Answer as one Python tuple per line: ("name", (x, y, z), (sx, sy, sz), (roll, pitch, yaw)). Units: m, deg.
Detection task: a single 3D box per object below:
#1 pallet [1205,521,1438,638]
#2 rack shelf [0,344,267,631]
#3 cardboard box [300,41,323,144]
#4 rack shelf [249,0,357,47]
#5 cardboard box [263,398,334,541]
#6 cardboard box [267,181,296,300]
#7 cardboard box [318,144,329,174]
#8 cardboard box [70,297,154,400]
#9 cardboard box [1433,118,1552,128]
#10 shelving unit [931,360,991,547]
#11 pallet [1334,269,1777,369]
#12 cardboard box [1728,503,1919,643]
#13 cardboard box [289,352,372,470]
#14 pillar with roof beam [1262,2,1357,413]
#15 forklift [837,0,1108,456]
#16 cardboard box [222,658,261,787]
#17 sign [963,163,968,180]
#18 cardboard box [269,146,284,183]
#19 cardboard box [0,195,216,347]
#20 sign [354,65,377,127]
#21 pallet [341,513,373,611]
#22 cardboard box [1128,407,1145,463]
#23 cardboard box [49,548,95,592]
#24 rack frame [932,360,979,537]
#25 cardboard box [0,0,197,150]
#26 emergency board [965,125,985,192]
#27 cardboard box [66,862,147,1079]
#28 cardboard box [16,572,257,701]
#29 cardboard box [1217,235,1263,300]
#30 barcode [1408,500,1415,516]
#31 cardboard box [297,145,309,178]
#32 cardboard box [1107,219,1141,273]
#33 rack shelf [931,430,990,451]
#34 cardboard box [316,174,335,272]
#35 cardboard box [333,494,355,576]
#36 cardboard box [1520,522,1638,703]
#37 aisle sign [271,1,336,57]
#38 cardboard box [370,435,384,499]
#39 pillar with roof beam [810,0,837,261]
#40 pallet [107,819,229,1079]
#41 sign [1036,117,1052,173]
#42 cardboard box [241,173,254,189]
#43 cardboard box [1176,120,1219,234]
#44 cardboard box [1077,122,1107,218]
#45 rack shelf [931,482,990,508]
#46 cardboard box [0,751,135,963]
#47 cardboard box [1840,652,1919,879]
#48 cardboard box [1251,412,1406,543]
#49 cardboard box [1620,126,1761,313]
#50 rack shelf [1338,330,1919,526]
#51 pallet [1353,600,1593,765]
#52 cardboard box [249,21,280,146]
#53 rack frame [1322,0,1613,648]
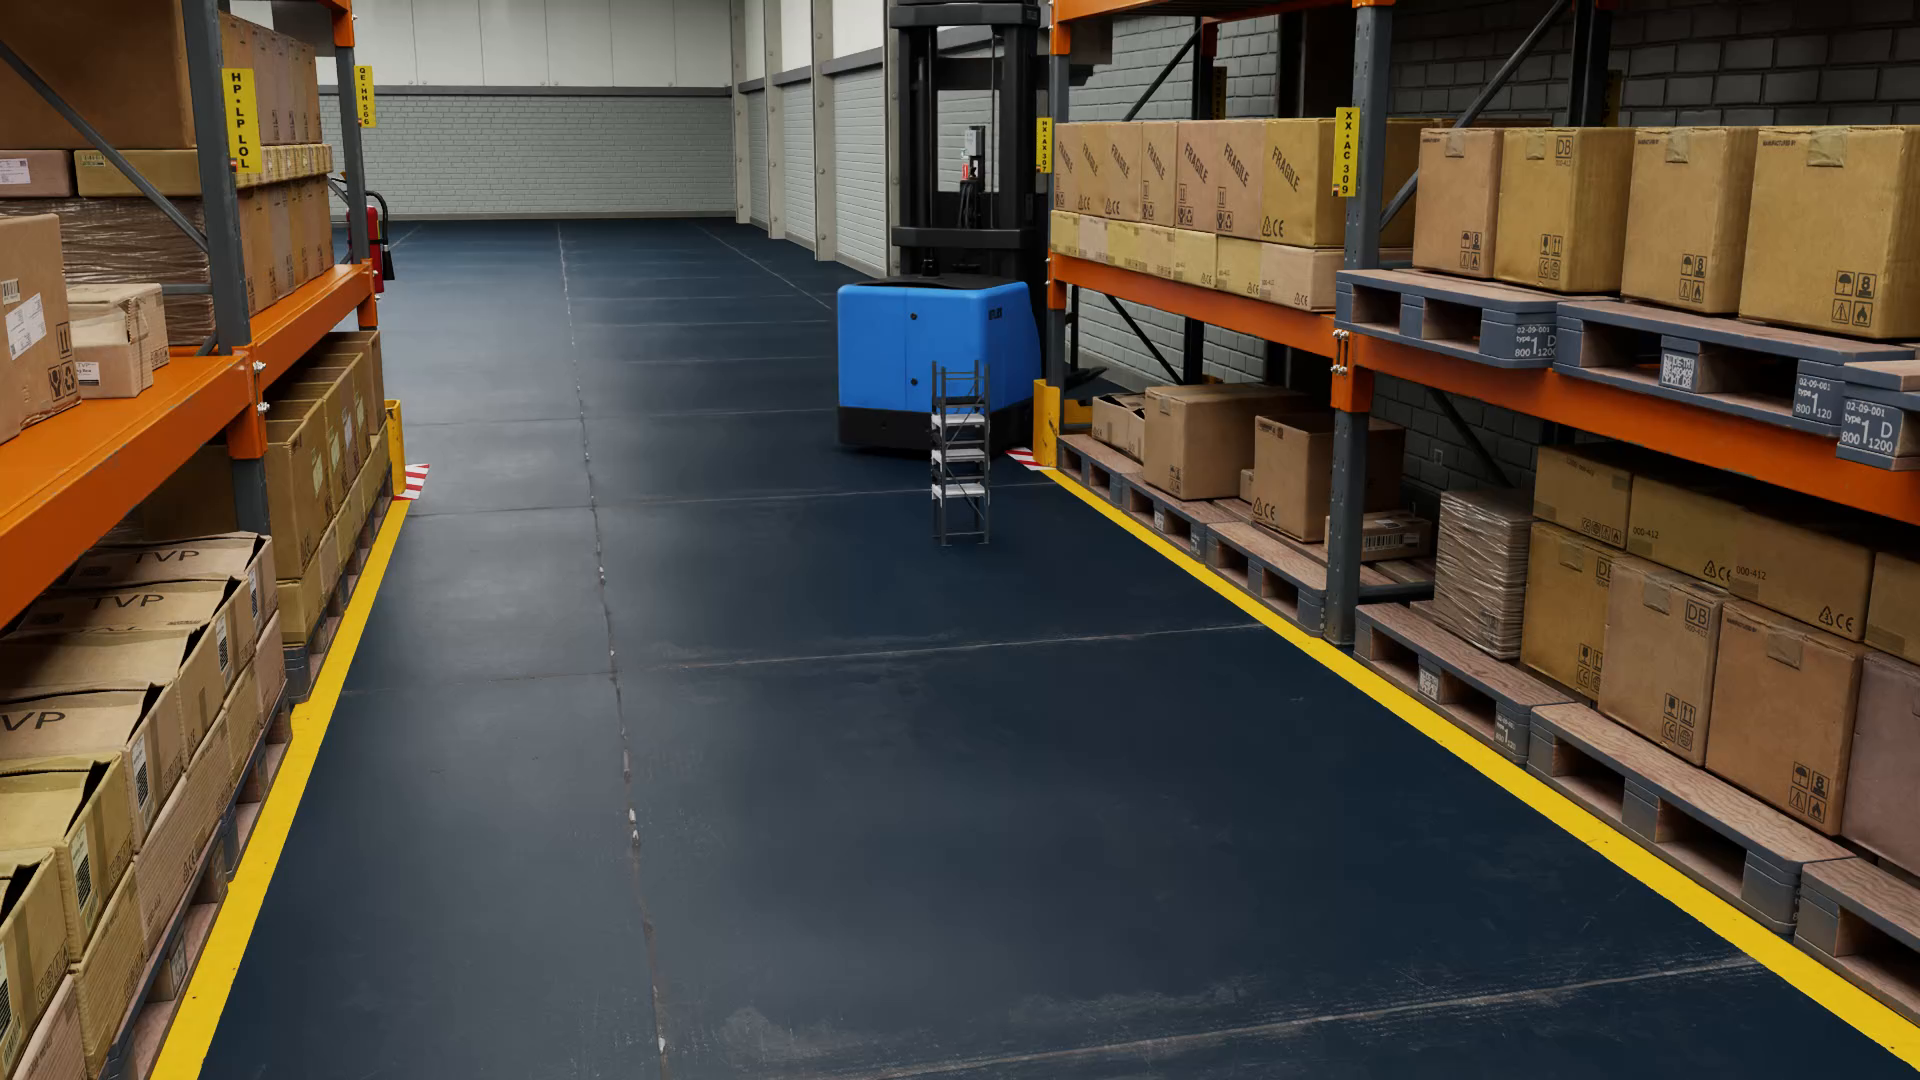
("pallet", (1.786, 0.134, 7.433), (1.003, 0.211, 1.213), (-3, 14, -13))
("rack shelf", (-2.367, 0.020, 3.539), (1.077, 0.370, 4.000), (-3, 14, -13))
("cardboard box", (-3.666, -2.271, 8.460), (0.700, 0.500, 0.500), (-3, 14, -13))
("rack shelf", (-3.306, -2.359, 6.960), (1.077, 0.370, 4.000), (-3, 14, -13))
("cardboard box", (-2.766, -0.262, 6.509), (0.500, 0.500, 0.500), (-3, 14, -13))
("cardboard box", (-3.312, -1.296, 7.202), (0.700, 0.500, 0.500), (-3, 14, -11))
("cardboard box", (-3.438, -1.939, 8.466), (0.380, 0.149, 0.250), (-3, 14, -12))
("cardboard box", (-2.451, -0.533, 4.570), (0.396, 0.266, 0.258), (-4, 14, -15))
("cardboard box", (2.070, -1.489, 6.894), (0.500, 0.500, 0.500), (-4, 14, -14))
("shelving unit", (0.002, -0.435, 8.313), (0.258, 0.900, 0.210), (-3, 14, -13))
("pallet", (2.016, -0.790, 5.744), (1.003, 0.211, 1.213), (-3, 14, -13))
("cardboard box", (2.499, 0.075, 4.559), (0.500, 0.250, 0.500), (-3, 14, -13))
("cardboard box", (-3.112, -0.609, 7.927), (0.500, 0.500, 0.500), (-3, 14, -13))
("pillar with roof beam", (-2.141, -4.551, 8.095), (9.100, 9.000, 0.400), (-3, 14, -13))
("forklift", (0.252, -2.257, 11.490), (1.130, 2.935, 3.031), (6, 15, 22))
("cardboard box", (-2.340, 0.538, 4.815), (0.500, 0.250, 0.500), (-4, 14, -14))
("sign", (0.062, -3.984, 18.338), (0.001, 0.329, 0.234), (-3, 14, -13))
("cardboard box", (-3.079, -1.584, 7.013), (0.380, 0.149, 0.250), (-3, 14, -14))
("cardboard box", (-2.947, -0.941, 5.748), (0.700, 0.500, 0.500), (-4, 14, -15))
("sign", (-3.245, -2.418, 9.064), (0.100, 0.325, 0.005), (-3, 14, -13))
("pallet", (-3.273, 0.096, 7.588), (1.003, 0.211, 1.213), (-3, 14, -13))
("cardboard box", (1.247, -0.602, 9.308), (0.500, 0.311, 0.500), (-2, 14, -9))
("cardboard box", (-2.982, 0.178, 5.105), (0.500, 0.311, 0.500), (-3, 14, -13))
("rack frame", (-0.022, -0.459, 8.409), (0.240, 0.900, 0.006), (-3, 14, -13))
("cardboard box", (-2.947, -1.571, 5.594), (0.700, 0.500, 0.500), (-3, 14, -13))
("emergency board", (0.091, -3.833, 17.797), (0.194, 1.169, 0.643), (-3, 14, -13))
("cardboard box", (-1.981, 0.891, 3.367), (0.500, 0.250, 0.500), (-4, 14, -15))
("cardboard box", (-2.334, 0.266, 4.745), (0.500, 0.311, 0.500), (-3, 14, -12))
("cardboard box", (1.463, -1.212, 7.342), (0.500, 0.250, 0.500), (-3, 14, -13))
("barcode", (2.070, -0.144, 7.625), (0.001, 0.075, 0.075), (-3, 14, -13))
("cardboard box", (-3.259, -1.761, 7.739), (0.380, 0.149, 0.250), (-3, 14, -11))
("cardboard box", (1.094, -1.560, 8.766), (0.500, 0.250, 0.500), (-4, 14, -14))
("rack shelf", (0.002, -0.490, 8.299), (0.258, 0.077, 0.200), (-3, 14, -13))
("cardboard box", (-3.679, -1.653, 8.664), (0.700, 0.500, 0.500), (-3, 14, -13))
("cardboard box", (-2.876, -0.014, 7.072), (0.500, 0.250, 0.500), (-3, 14, -13))
("cardboard box", (2.337, 0.218, 5.553), (0.700, 0.500, 0.500), (-4, 14, -14))
("aisle sign", (-3.506, -3.008, 8.940), (0.394, 0.787, 0.004), (-3, 14, -13))
("cardboard box", (-3.234, -0.360, 8.487), (0.500, 0.250, 0.500), (-3, 14, -13))
("pillar with roof beam", (-6.368, -8.704, 25.092), (9.100, 9.000, 0.400), (-3, 14, -13))
("pallet", (-2.335, 1.014, 3.832), (1.003, 0.211, 1.213), (-3, 14, -13))
("sign", (0.511, -2.380, 10.026), (0.100, 0.325, 0.005), (-3, 14, -13))
("cardboard box", (-2.896, -1.405, 6.279), (0.380, 0.149, 0.250), (-3, 14, -14))
("cardboard box", (1.336, -1.692, 7.726), (0.500, 0.500, 0.500), (-4, 14, -15))
("cardboard box", (0.965, -2.050, 9.191), (0.500, 0.500, 0.500), (-3, 14, -13))
("rack shelf", (0.002, -0.228, 8.363), (0.258, 0.077, 0.200), (-3, 14, -13))
("cardboard box", (-1.984, 0.616, 3.313), (0.500, 0.311, 0.500), (-4, 14, -15))
("cardboard box", (2.689, 0.567, 4.124), (0.700, 0.500, 0.500), (-3, 14, -13))
("cardboard box", (1.695, -0.304, 7.691), (0.500, 0.500, 0.500), (-4, 14, -17))
("cardboard box", (2.373, -0.931, 4.779), (0.700, 0.500, 0.500), (-1, 14, -5))
("rack shelf", (2.448, -0.257, 4.673), (1.077, 0.370, 4.000), (-3, 14, -13))
("pallet", (2.162, 0.467, 6.072), (1.003, 0.211, 1.213), (-3, 14, -13))
("cardboard box", (-3.300, -1.919, 7.015), (0.700, 0.500, 0.500), (-3, 14, -13))
("rack frame", (1.978, -1.067, 6.476), (1.000, 3.000, 0.127), (-3, 14, -13))
